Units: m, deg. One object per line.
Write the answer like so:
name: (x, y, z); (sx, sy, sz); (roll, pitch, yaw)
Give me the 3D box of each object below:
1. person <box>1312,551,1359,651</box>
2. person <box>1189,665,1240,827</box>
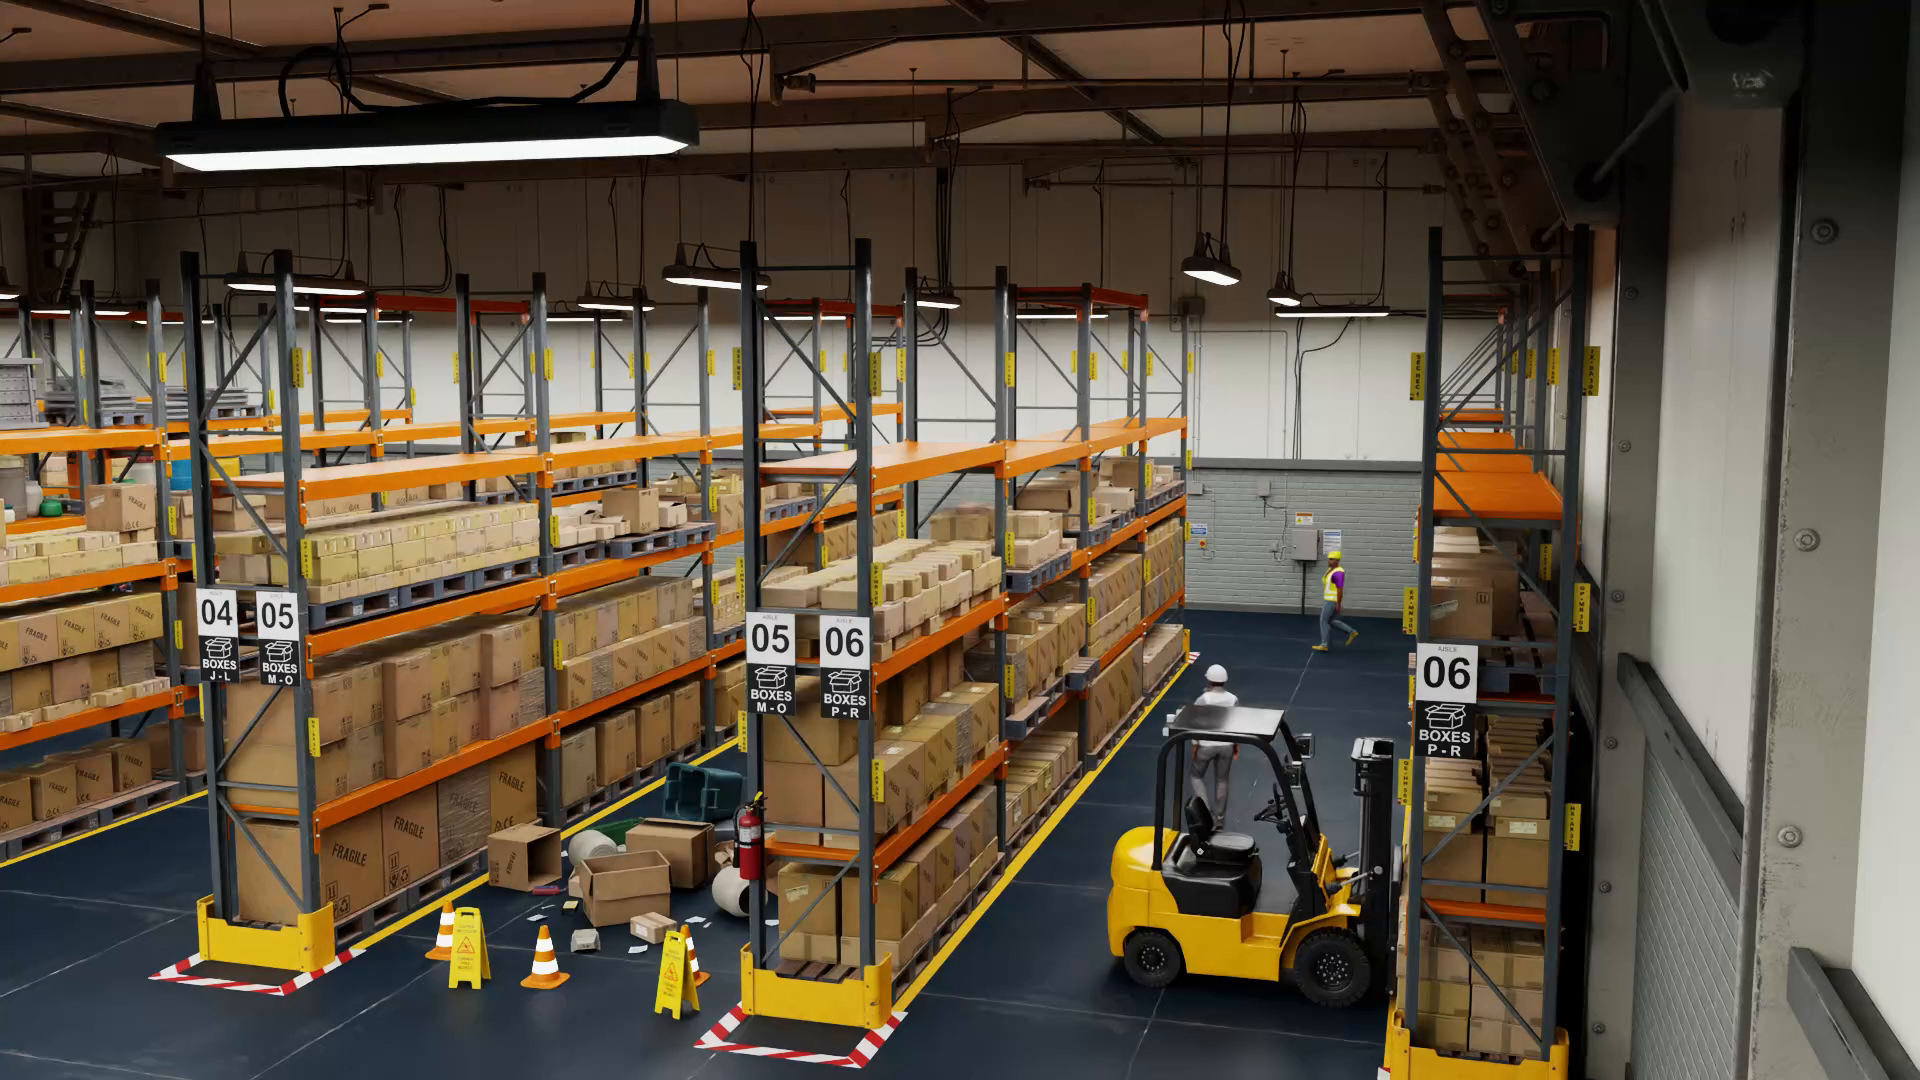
person: (6.537, 1.056, 28.897); (0.788, 1.749, 0.543); (2, 7, 15)
person: (2.797, 2.260, 18.238); (0.567, 1.800, 0.390); (-1, 7, -11)
